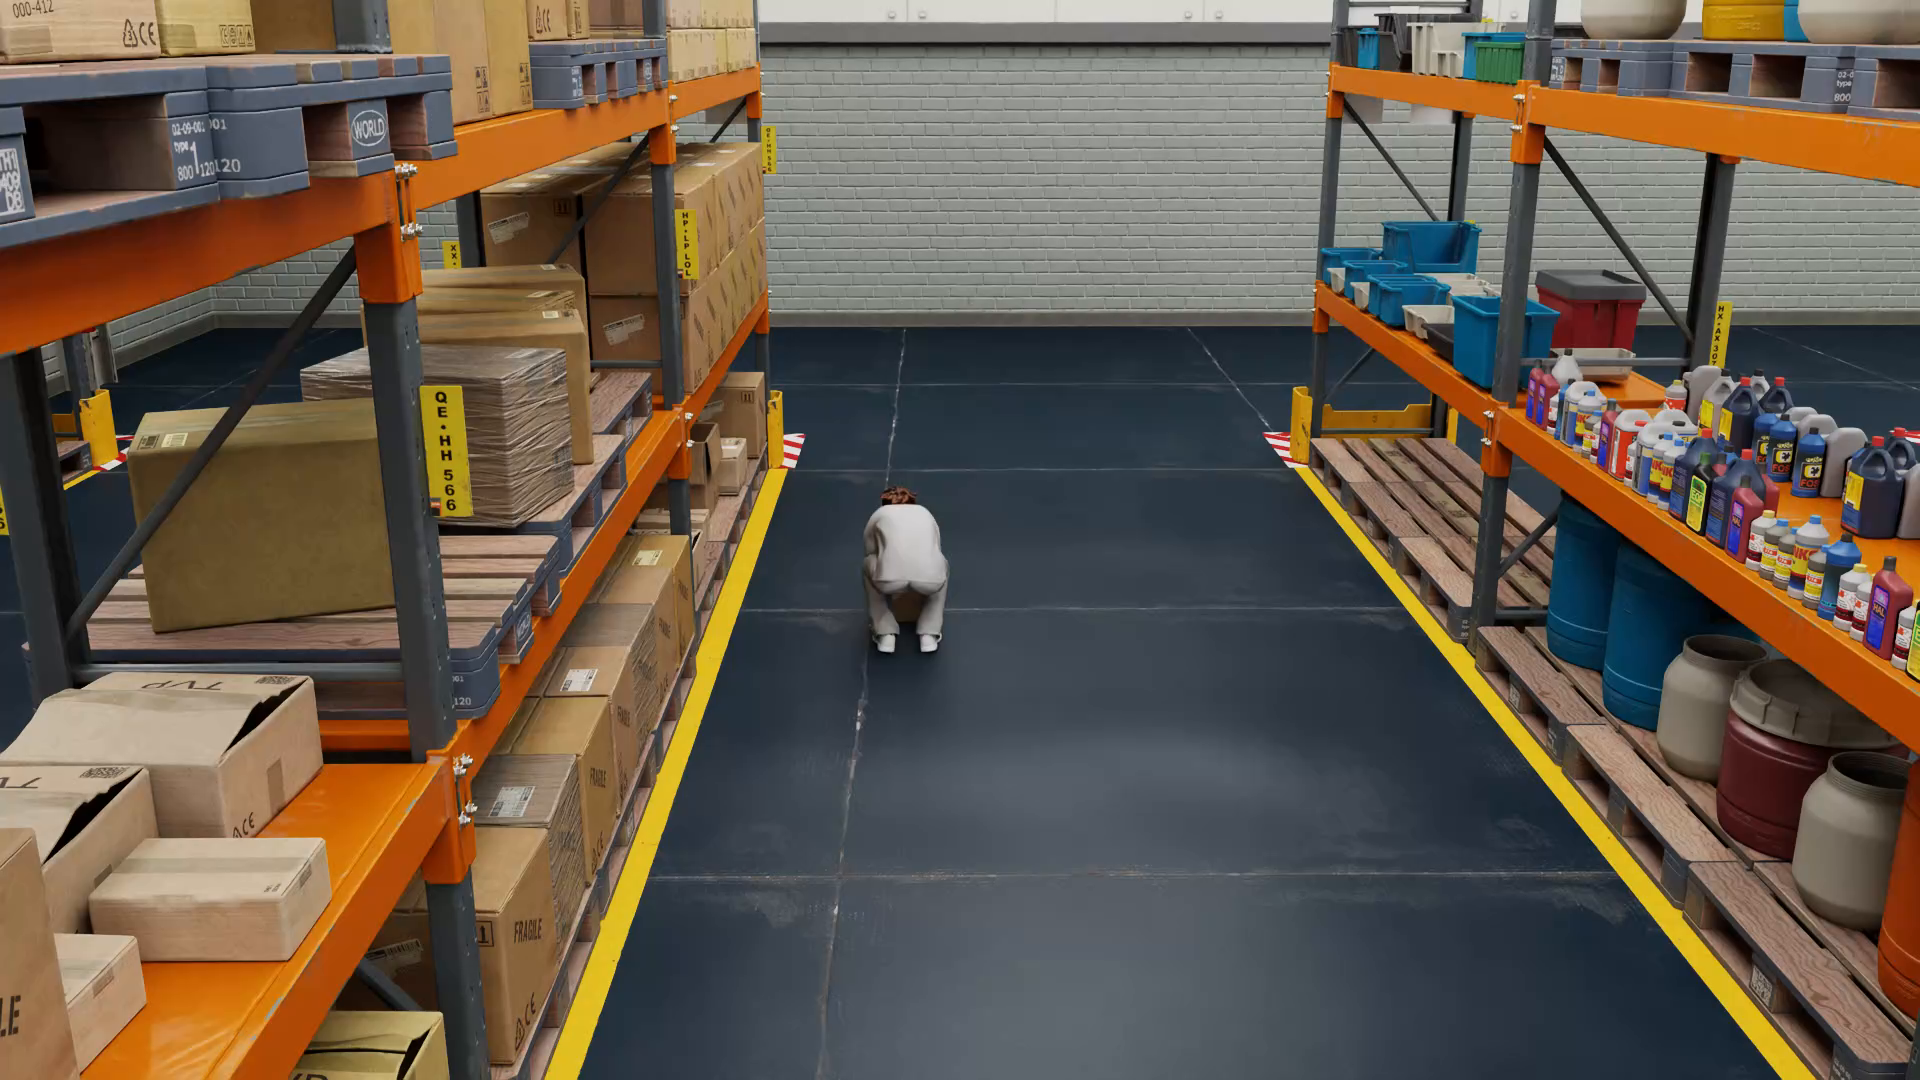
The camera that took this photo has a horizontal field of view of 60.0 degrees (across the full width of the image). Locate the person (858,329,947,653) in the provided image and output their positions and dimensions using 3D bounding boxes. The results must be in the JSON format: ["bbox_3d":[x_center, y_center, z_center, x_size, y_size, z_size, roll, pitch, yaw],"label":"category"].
[{"bbox_3d":[-0.287,-0.261,8.409,0.439,1.663,0.558,0,17,-1],"label":"person"}]
